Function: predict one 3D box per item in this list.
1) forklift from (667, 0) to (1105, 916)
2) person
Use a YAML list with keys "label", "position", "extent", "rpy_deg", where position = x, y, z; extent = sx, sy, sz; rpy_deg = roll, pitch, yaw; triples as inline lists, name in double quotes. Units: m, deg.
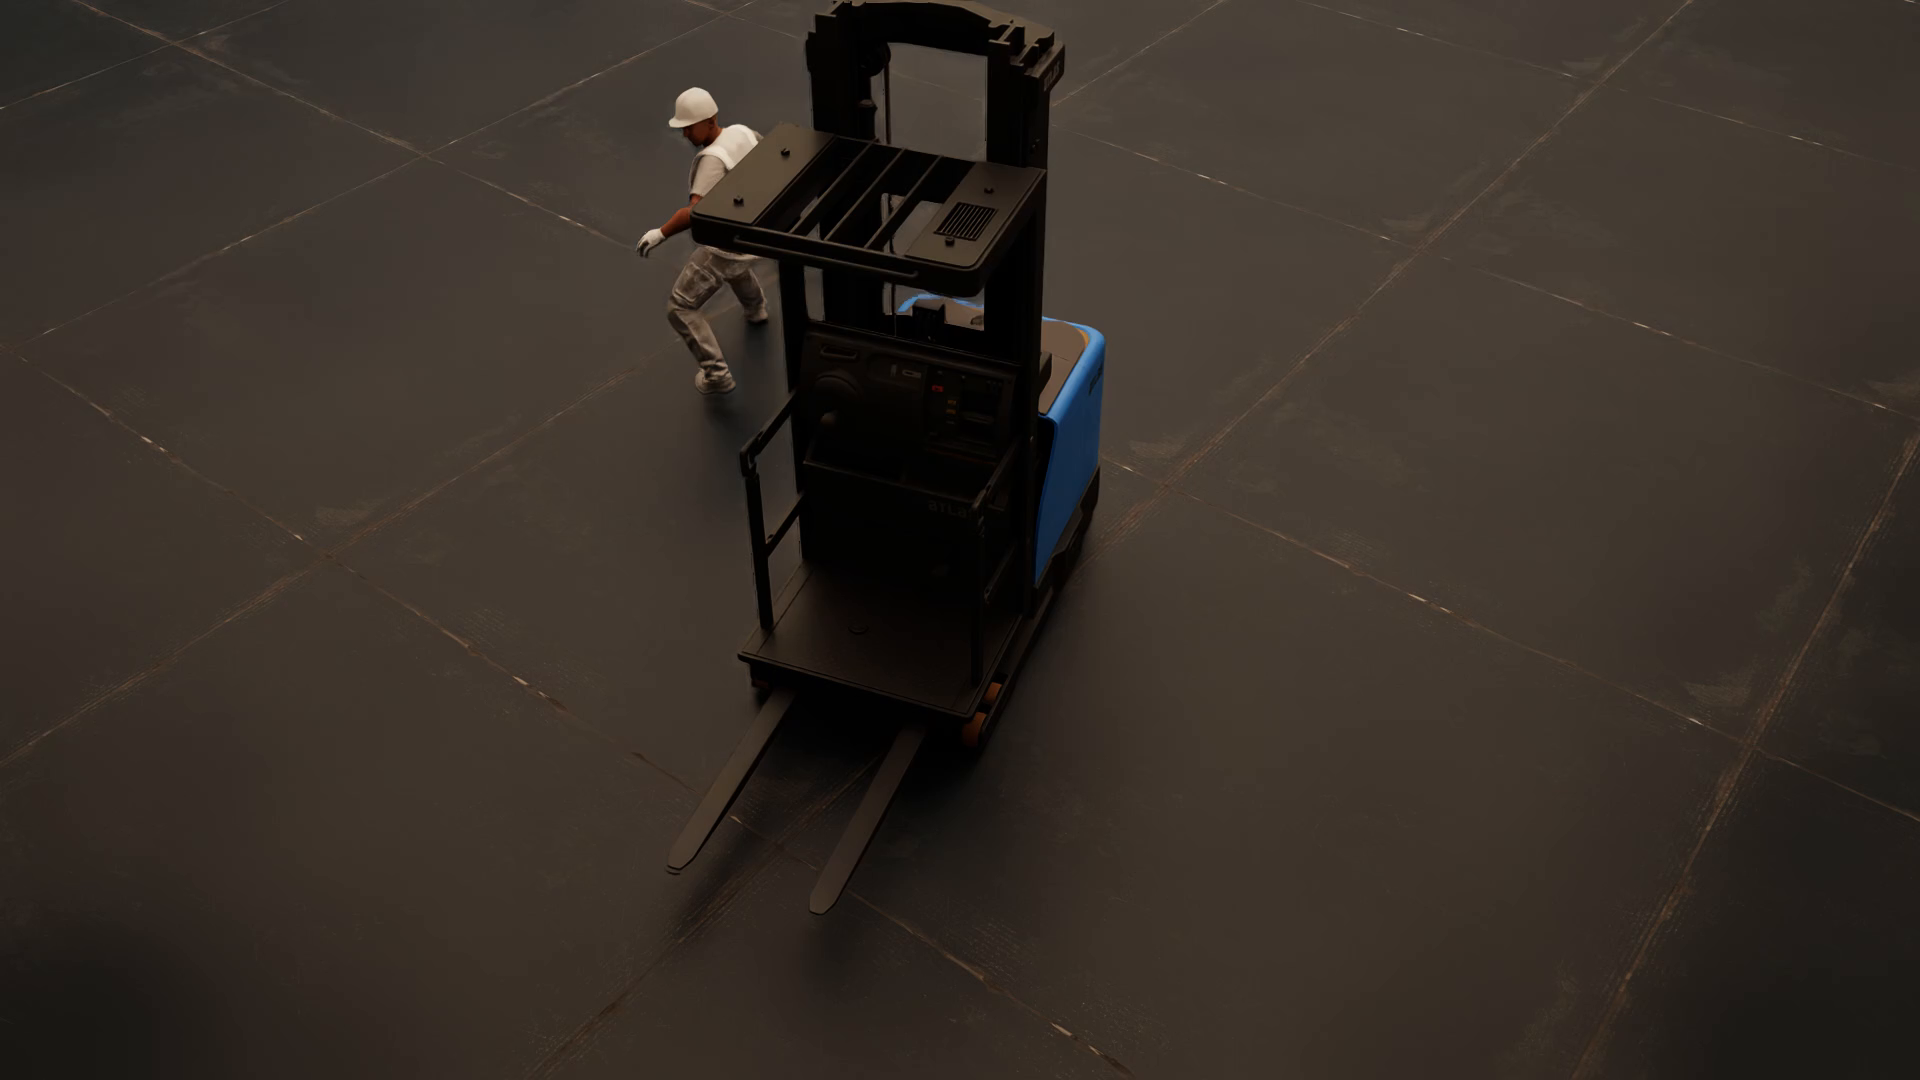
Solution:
- label: "forklift"
  position: [-0.296, -0.514, 6.677]
  extent: [1.130, 2.935, 3.031]
  rpy_deg: [14, 42, 16]
- label: "person"
  position: [-1.268, -1.683, 9.127]
  extent: [0.529, 1.696, 1.232]
  rpy_deg: [16, 43, 18]
